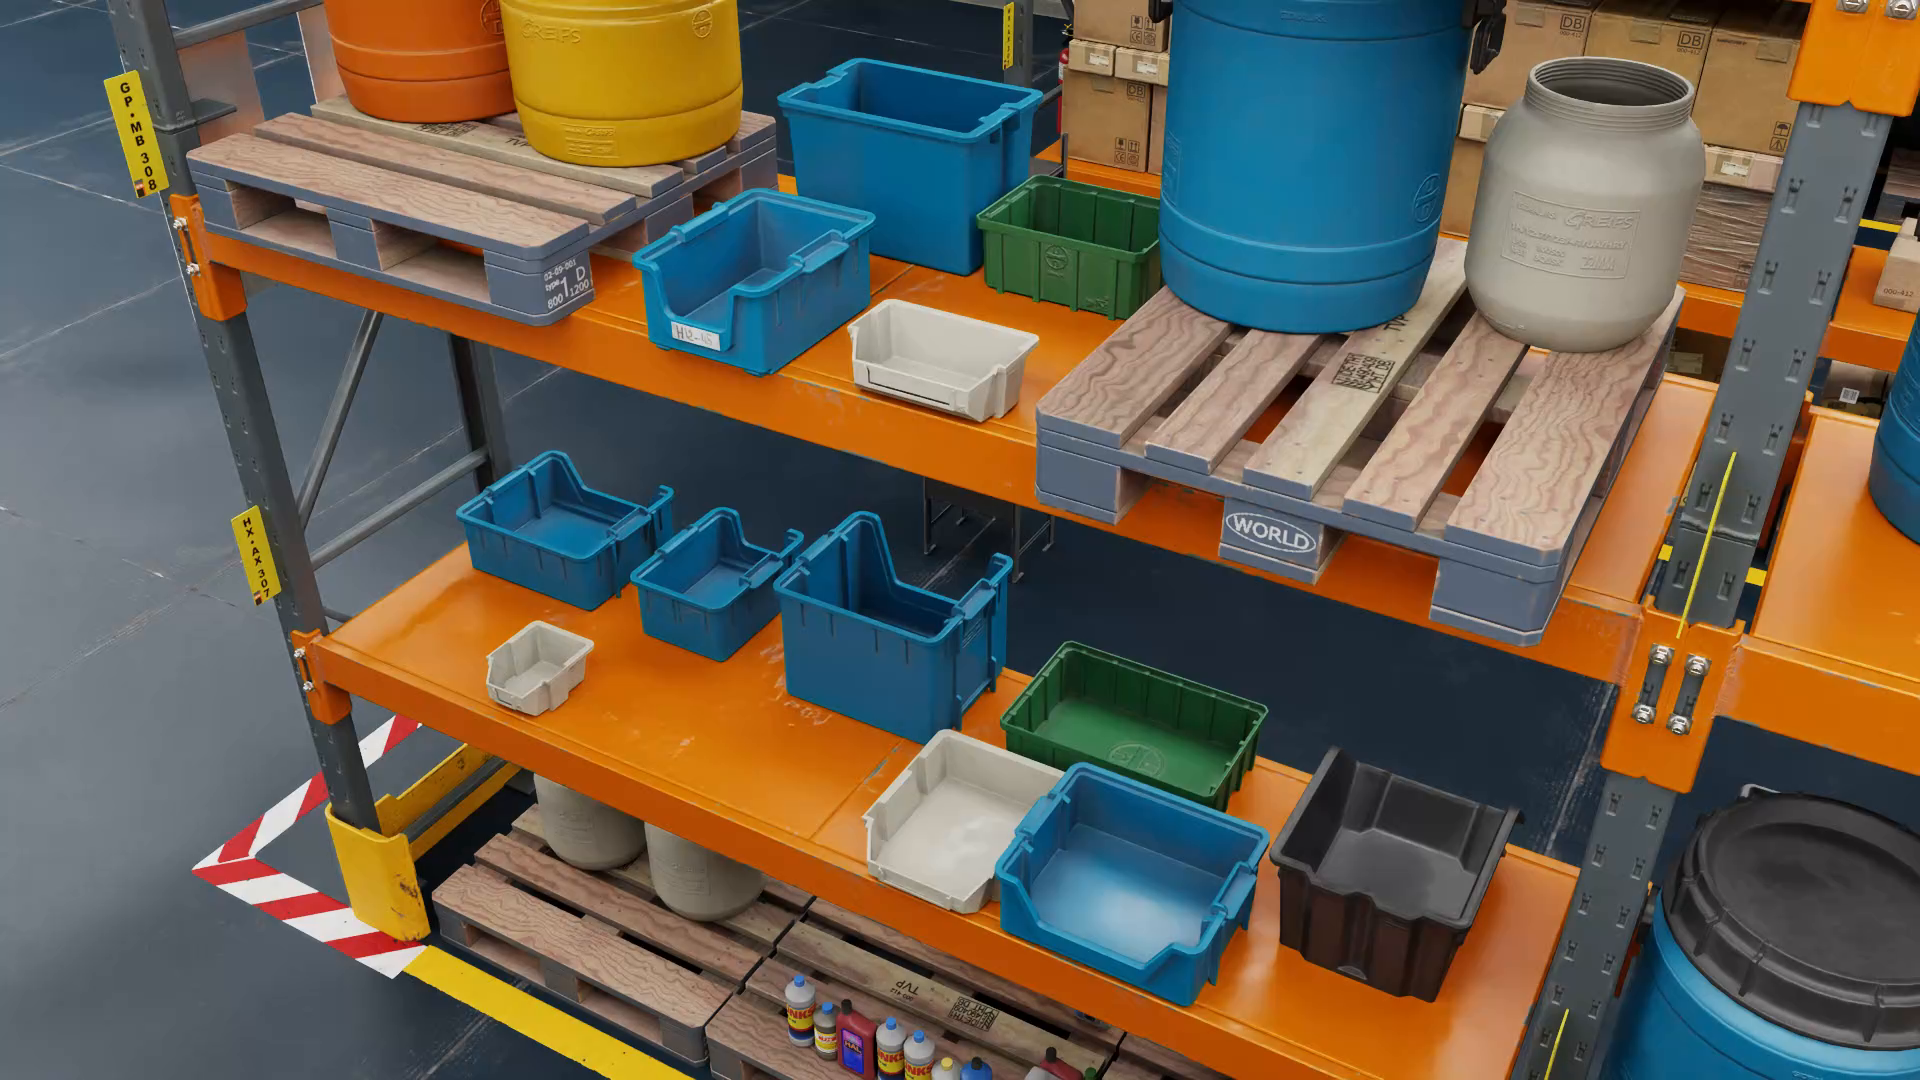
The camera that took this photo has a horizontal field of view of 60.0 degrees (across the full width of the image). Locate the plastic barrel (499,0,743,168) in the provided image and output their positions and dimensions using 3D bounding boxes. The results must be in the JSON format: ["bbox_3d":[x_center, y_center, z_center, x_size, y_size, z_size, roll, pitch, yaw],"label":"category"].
[{"bbox_3d":[-0.877,-1.347,4.311,0.600,0.588,0.600,0,34,0],"label":"plastic barrel"}]

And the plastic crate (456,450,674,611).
[{"bbox_3d":[-1.347,-0.042,5.741,0.616,0.251,0.499,18,37,24],"label":"plastic crate"}]

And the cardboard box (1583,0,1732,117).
[{"bbox_3d":[3.176,-2.219,7.615,0.500,0.500,0.700,17,37,24],"label":"cardboard box"}]

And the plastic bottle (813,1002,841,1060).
[{"bbox_3d":[-0.420,1.561,5.327,0.097,0.201,0.097,0,34,0],"label":"plastic bottle"}]

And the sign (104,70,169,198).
[{"bbox_3d":[-2.206,-1.086,4.460,0.005,0.325,0.100,18,37,24],"label":"sign"}]

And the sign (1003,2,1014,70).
[{"bbox_3d":[0.251,-2.608,8.608,0.005,0.325,0.100,18,37,24],"label":"sign"}]

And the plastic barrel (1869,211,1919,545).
[{"bbox_3d":[2.092,-0.419,3.015,0.708,0.901,0.600,18,37,24],"label":"plastic barrel"}]

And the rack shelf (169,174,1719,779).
[{"bbox_3d":[-0.193,-0.497,4.232,4.000,0.370,1.077,18,37,24],"label":"rack shelf"}]

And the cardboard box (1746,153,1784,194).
[{"bbox_3d":[3.662,-1.663,7.366,0.250,0.149,0.380,18,37,24],"label":"cardboard box"}]

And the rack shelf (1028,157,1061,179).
[{"bbox_3d":[0.144,-1.400,7.219,0.480,0.518,0.431,18,37,24],"label":"rack shelf"}]

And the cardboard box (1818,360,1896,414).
[{"bbox_3d":[4.498,-0.670,8.146,0.500,0.311,0.500,18,37,24],"label":"cardboard box"}]

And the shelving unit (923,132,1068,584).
[{"bbox_3d":[0.144,-0.828,7.600,0.503,2.100,0.431,18,37,24],"label":"shelving unit"}]

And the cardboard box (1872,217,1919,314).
[{"bbox_3d":[4.453,-1.203,7.486,0.500,0.250,0.500,20,39,27],"label":"cardboard box"}]

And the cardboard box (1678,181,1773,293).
[{"bbox_3d":[3.616,-1.541,7.767,0.500,0.500,0.700,17,37,23],"label":"cardboard box"}]

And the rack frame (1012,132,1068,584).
[{"bbox_3d":[0.356,-0.761,7.499,0.015,2.100,0.400,18,37,24],"label":"rack frame"}]

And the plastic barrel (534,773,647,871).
[{"bbox_3d":[-1.320,0.907,6.047,0.421,0.512,0.421,0,34,0],"label":"plastic barrel"}]

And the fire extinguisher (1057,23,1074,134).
[{"bbox_3d":[0.659,-2.704,9.674,0.183,0.674,0.296,18,37,24],"label":"fire extinguisher"}]

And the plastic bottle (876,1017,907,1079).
[{"bbox_3d":[-0.213,1.598,5.209,0.097,0.271,0.097,0,34,0],"label":"plastic bottle"}]

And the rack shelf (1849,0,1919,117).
[{"bbox_3d":[3.280,-0.478,1.860,4.000,0.370,1.077,18,37,24],"label":"rack shelf"}]

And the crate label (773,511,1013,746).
[{"bbox_3d":[-0.197,0.264,5.116,0.616,0.435,0.502,18,37,24],"label":"crate label"}]

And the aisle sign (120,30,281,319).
[{"bbox_3d":[-2.138,-1.058,4.788,0.004,0.787,0.394,18,37,24],"label":"aisle sign"}]

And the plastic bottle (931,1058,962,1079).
[{"bbox_3d":[-0.040,1.682,5.146,0.097,0.201,0.097,0,34,0],"label":"plastic bottle"}]

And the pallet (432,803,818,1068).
[{"bbox_3d":[-1.138,1.287,6.126,1.213,0.211,1.003,18,37,24],"label":"pallet"}]

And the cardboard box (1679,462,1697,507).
[{"bbox_3d":[3.493,-0.433,8.295,0.500,0.250,0.500,18,37,24],"label":"cardboard box"}]

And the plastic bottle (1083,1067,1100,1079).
[{"bbox_3d":[0.423,1.714,5.024,0.133,0.283,0.061,18,37,24],"label":"plastic bottle"}]

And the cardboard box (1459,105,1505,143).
[{"bbox_3d":[2.560,-2.013,7.892,0.250,0.149,0.380,19,38,26],"label":"cardboard box"}]

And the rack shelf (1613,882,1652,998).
[{"bbox_3d":[3.280,1.852,3.411,4.000,0.370,1.077,18,37,24],"label":"rack shelf"}]

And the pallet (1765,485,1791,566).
[{"bbox_3d":[4.663,-0.036,8.113,1.213,0.211,1.003,18,37,24],"label":"pallet"}]

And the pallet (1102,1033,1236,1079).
[{"bbox_3d":[0.981,1.958,5.118,1.213,0.211,1.003,18,37,24],"label":"pallet"}]

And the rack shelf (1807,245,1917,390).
[{"bbox_3d":[5.741,-0.531,6.990,4.000,0.370,1.077,18,37,24],"label":"rack shelf"}]

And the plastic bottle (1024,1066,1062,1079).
[{"bbox_3d":[0.255,1.727,5.011,0.135,0.276,0.152,18,38,25],"label":"plastic bottle"}]

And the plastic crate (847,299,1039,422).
[{"bbox_3d":[-0.051,-0.383,3.650,0.396,0.136,0.243,18,37,24],"label":"plastic crate"}]

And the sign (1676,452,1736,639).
[{"bbox_3d":[1.261,0.012,2.811,0.005,0.325,0.100,18,37,24],"label":"sign"}]

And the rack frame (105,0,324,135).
[{"bbox_3d":[-1.930,-2.594,4.027,0.127,3.000,1.000,18,37,24],"label":"rack frame"}]

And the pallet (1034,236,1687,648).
[{"bbox_3d":[0.868,-0.319,3.486,1.003,0.211,1.213,18,37,24],"label":"pallet"}]

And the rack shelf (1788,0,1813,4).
[{"bbox_3d":[2.268,-2.879,7.810,4.000,0.370,1.077,18,37,24],"label":"rack shelf"}]

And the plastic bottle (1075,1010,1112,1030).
[{"bbox_3d":[0.464,1.441,5.440,0.135,0.276,0.152,18,37,24],"label":"plastic bottle"}]

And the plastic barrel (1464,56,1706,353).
[{"bbox_3d":[1.267,-0.680,3.379,0.421,0.512,0.421,0,34,0],"label":"plastic barrel"}]

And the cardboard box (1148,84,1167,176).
[{"bbox_3d":[1.389,-2.245,8.825,0.500,0.500,0.700,19,38,26],"label":"cardboard box"}]

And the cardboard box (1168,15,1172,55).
[{"bbox_3d":[1.436,-2.771,8.444,0.500,0.500,0.700,17,37,23],"label":"cardboard box"}]

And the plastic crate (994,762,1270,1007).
[{"bbox_3d":[0.448,0.891,4.340,0.616,0.251,0.499,18,37,24],"label":"plastic crate"}]

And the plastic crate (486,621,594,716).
[{"bbox_3d":[-1.312,0.413,5.161,0.250,0.136,0.298,18,37,24],"label":"plastic crate"}]

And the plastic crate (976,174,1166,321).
[{"bbox_3d":[0.308,-0.723,4.114,0.450,0.188,0.336,18,37,24],"label":"plastic crate"}]

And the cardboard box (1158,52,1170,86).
[{"bbox_3d":[1.212,-2.440,8.532,0.250,0.149,0.380,18,38,25],"label":"cardboard box"}]

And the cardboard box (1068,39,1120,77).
[{"bbox_3d":[0.765,-2.580,8.743,0.250,0.149,0.380,17,37,24],"label":"cardboard box"}]

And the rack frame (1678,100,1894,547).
[{"bbox_3d":[1.543,-1.494,2.375,0.127,3.000,1.000,18,37,24],"label":"rack frame"}]
